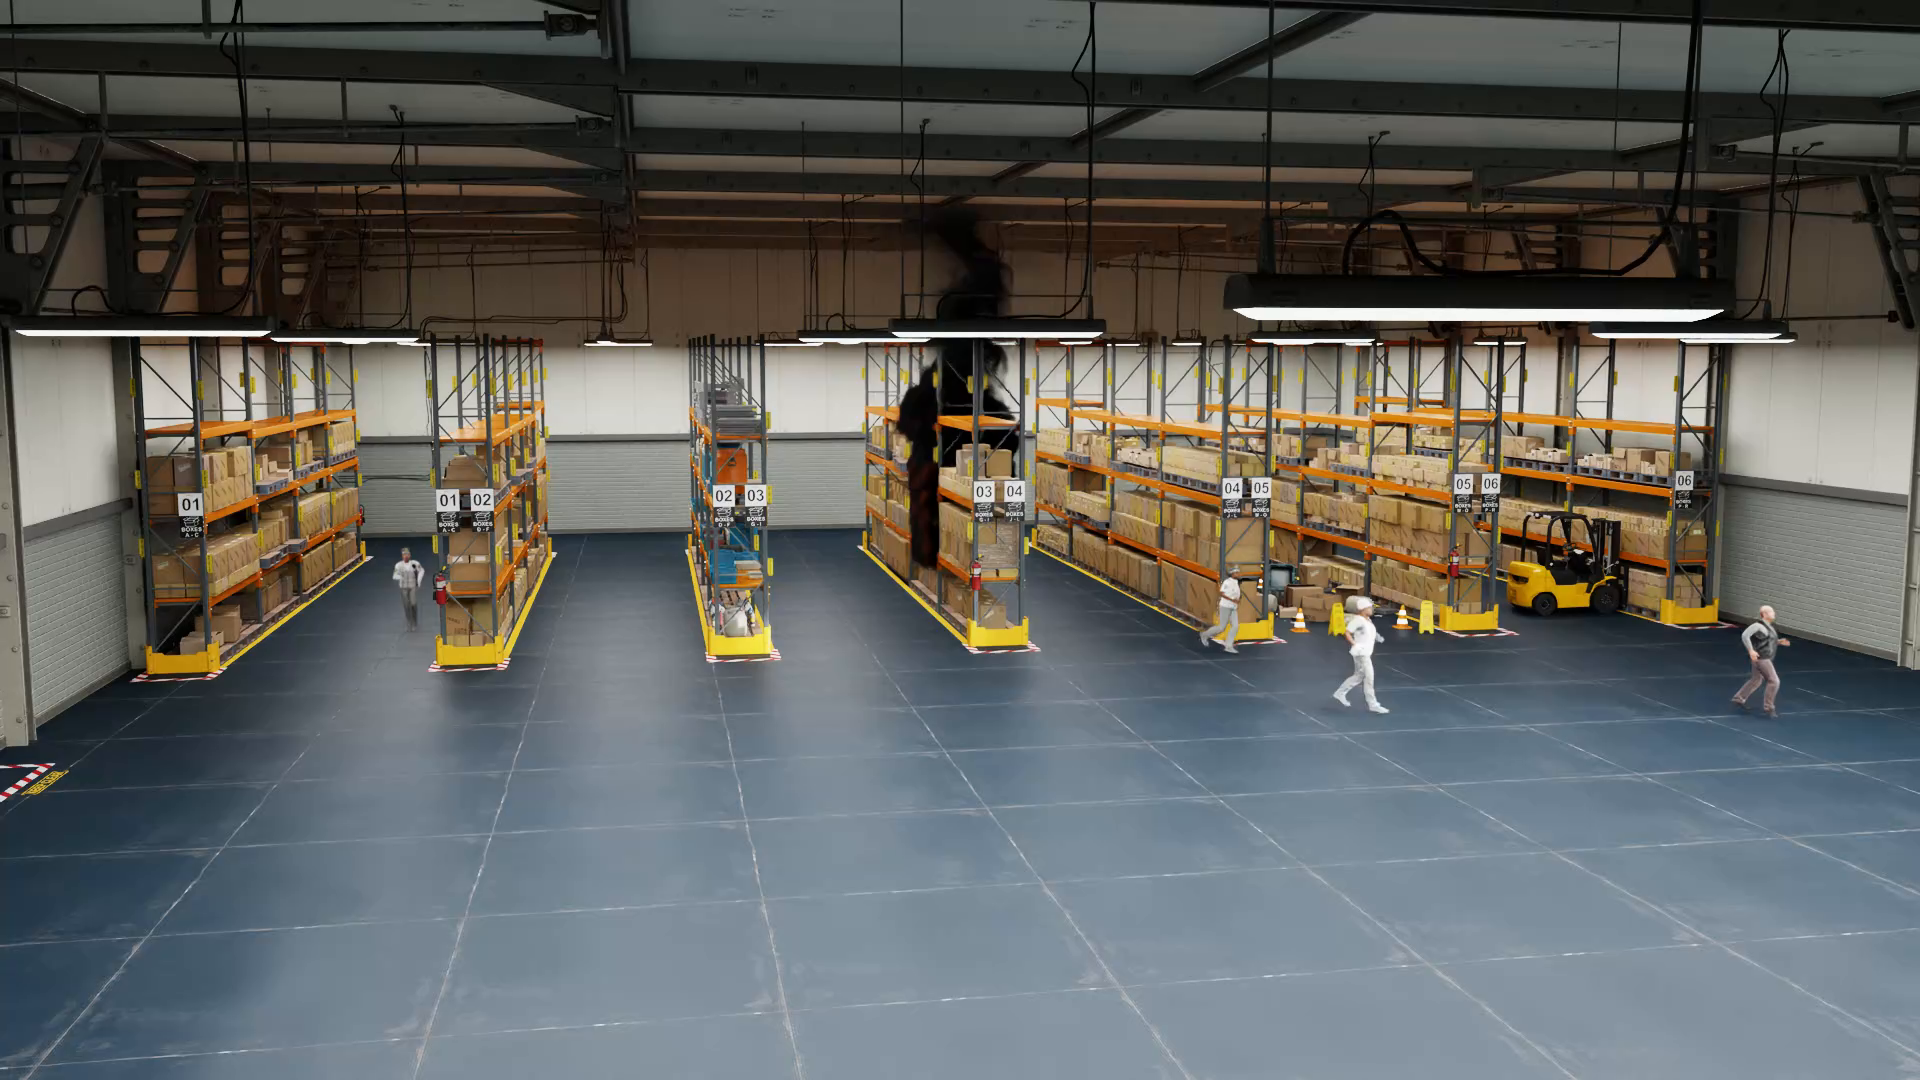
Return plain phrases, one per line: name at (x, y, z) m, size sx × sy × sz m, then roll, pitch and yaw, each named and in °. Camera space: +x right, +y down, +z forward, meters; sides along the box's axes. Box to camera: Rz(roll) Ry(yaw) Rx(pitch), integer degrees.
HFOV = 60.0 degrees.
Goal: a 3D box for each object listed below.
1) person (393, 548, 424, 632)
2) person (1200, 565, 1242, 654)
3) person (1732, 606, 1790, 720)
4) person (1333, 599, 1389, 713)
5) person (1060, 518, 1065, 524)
person at (-11.250, 1.011, 33.938) m, size 0.590 × 1.740 × 0.726 m, roll -2°, pitch 7°, yaw -14°
person at (5.073, 1.295, 31.715) m, size 0.821 × 1.640 × 0.632 m, roll 5°, pitch 8°, yaw 37°
person at (12.544, 1.904, 26.028) m, size 0.783 × 1.782 × 0.642 m, roll 4°, pitch 8°, yaw 33°
person at (6.358, 1.808, 26.282) m, size 0.902 × 1.779 × 0.679 m, roll 3°, pitch 7°, yaw 24°
person at (3.226, -0.826, 50.074) m, size 0.520 × 1.627 × 0.846 m, roll 3°, pitch 7°, yaw 22°
